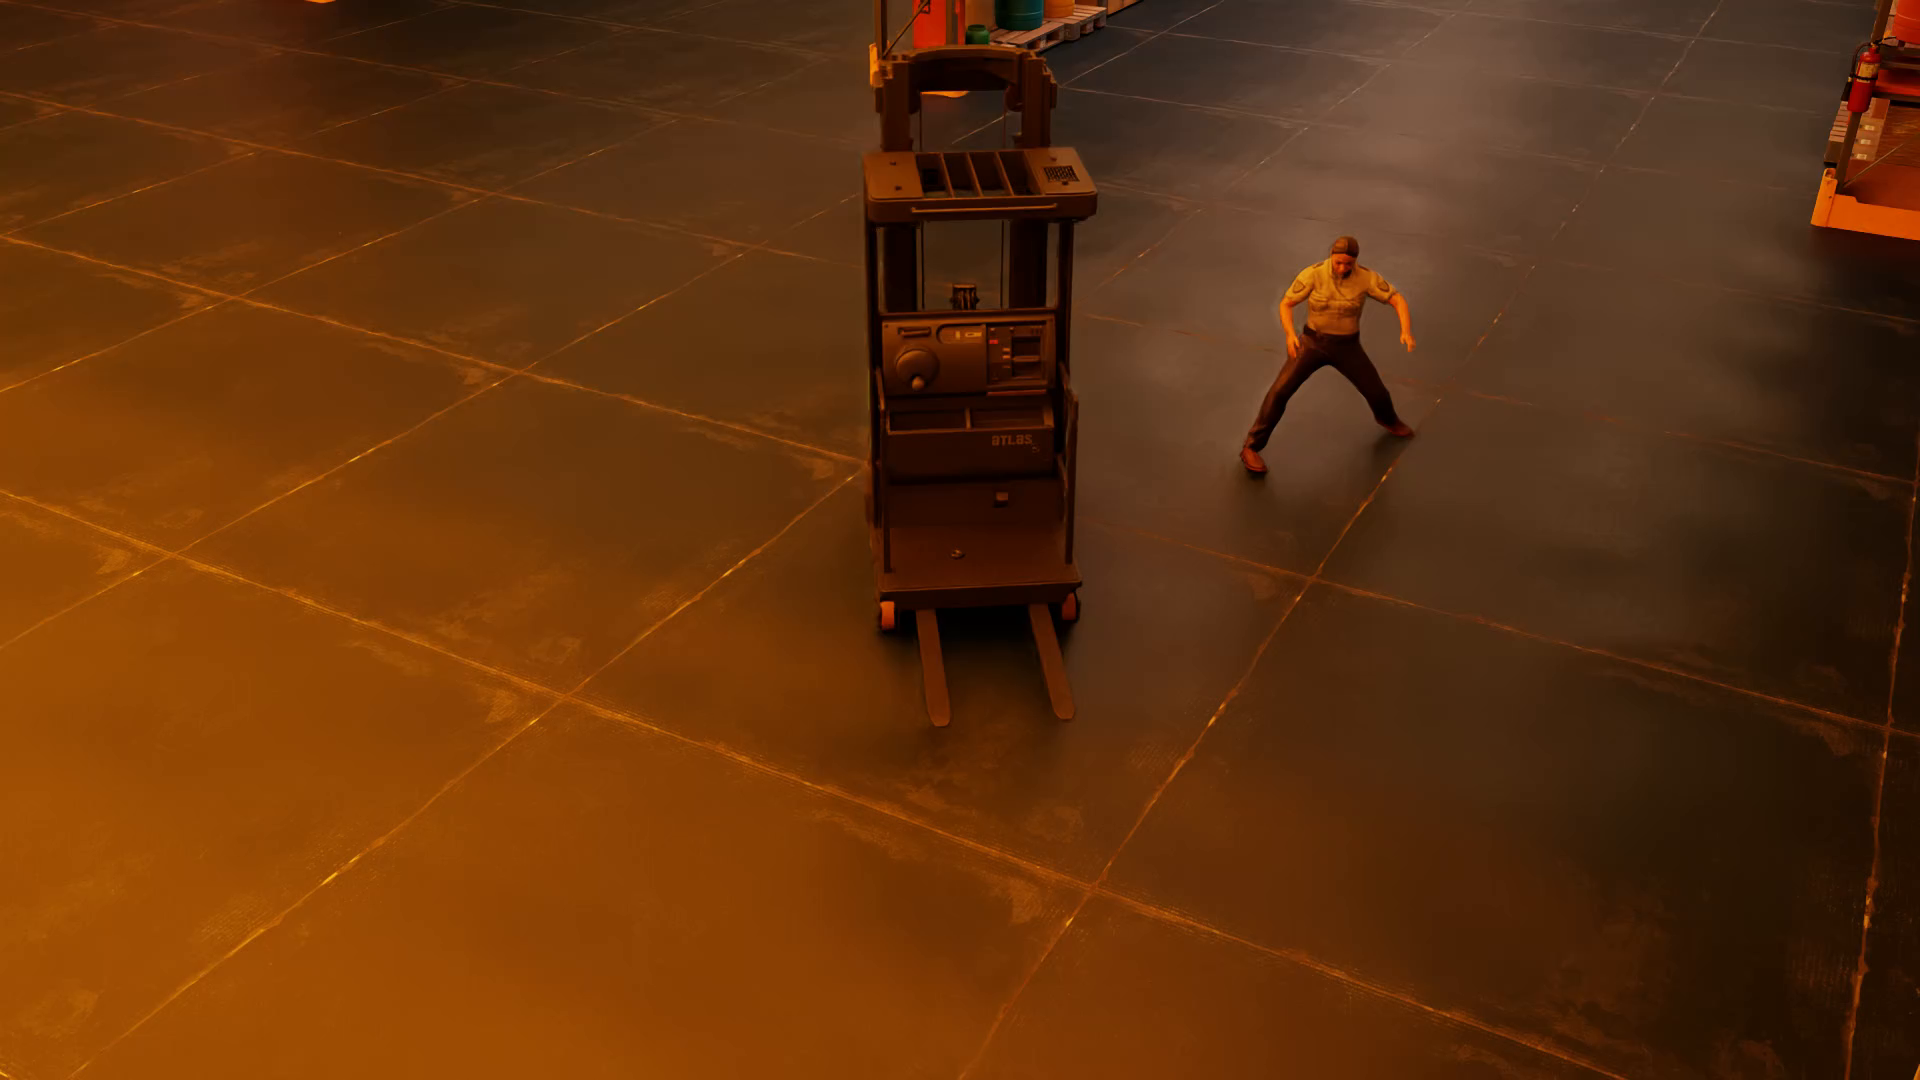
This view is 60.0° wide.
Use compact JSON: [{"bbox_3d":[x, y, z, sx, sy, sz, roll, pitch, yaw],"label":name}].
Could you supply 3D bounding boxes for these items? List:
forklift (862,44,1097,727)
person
[{"bbox_3d":[0.072,-0.948,8.713,1.130,2.935,3.031,-3,30,-5],"label":"forklift"},{"bbox_3d":[2.443,-1.219,10.680,1.141,1.485,0.946,5,30,9],"label":"person"}]
